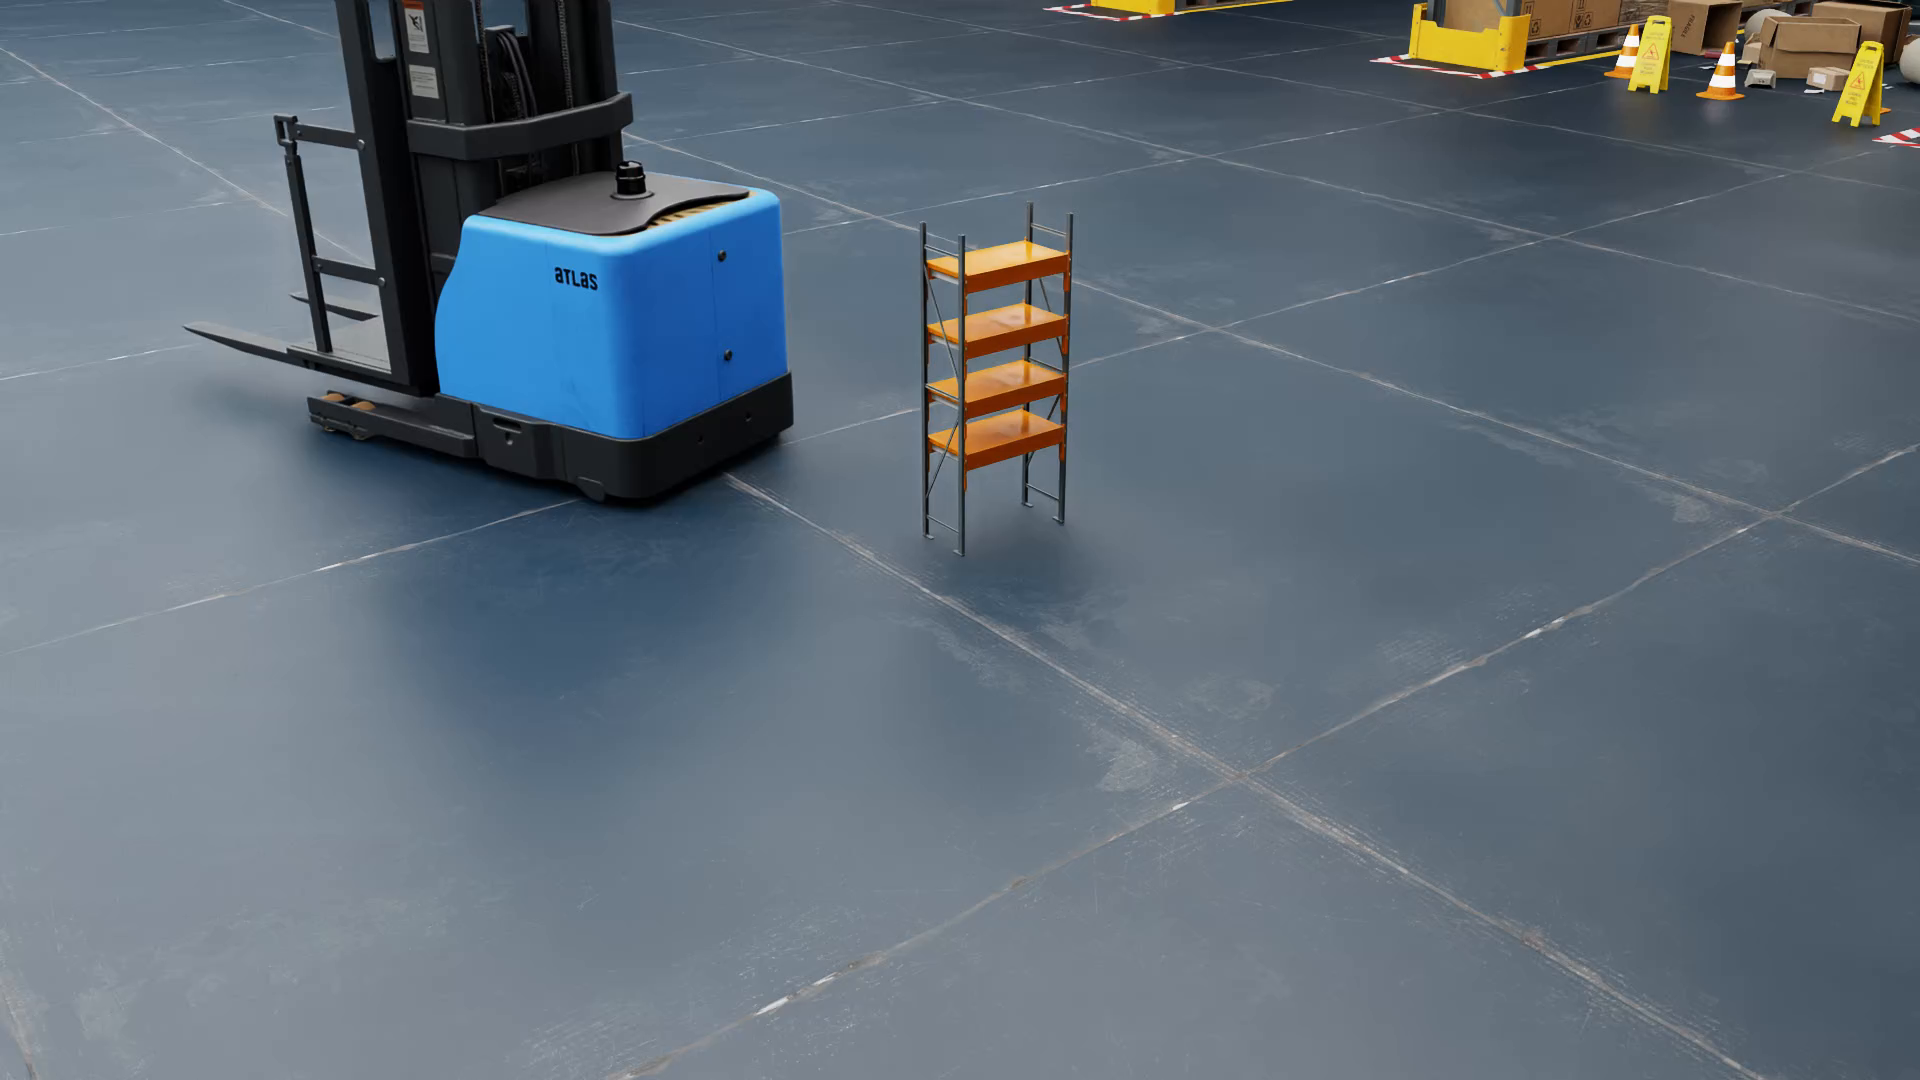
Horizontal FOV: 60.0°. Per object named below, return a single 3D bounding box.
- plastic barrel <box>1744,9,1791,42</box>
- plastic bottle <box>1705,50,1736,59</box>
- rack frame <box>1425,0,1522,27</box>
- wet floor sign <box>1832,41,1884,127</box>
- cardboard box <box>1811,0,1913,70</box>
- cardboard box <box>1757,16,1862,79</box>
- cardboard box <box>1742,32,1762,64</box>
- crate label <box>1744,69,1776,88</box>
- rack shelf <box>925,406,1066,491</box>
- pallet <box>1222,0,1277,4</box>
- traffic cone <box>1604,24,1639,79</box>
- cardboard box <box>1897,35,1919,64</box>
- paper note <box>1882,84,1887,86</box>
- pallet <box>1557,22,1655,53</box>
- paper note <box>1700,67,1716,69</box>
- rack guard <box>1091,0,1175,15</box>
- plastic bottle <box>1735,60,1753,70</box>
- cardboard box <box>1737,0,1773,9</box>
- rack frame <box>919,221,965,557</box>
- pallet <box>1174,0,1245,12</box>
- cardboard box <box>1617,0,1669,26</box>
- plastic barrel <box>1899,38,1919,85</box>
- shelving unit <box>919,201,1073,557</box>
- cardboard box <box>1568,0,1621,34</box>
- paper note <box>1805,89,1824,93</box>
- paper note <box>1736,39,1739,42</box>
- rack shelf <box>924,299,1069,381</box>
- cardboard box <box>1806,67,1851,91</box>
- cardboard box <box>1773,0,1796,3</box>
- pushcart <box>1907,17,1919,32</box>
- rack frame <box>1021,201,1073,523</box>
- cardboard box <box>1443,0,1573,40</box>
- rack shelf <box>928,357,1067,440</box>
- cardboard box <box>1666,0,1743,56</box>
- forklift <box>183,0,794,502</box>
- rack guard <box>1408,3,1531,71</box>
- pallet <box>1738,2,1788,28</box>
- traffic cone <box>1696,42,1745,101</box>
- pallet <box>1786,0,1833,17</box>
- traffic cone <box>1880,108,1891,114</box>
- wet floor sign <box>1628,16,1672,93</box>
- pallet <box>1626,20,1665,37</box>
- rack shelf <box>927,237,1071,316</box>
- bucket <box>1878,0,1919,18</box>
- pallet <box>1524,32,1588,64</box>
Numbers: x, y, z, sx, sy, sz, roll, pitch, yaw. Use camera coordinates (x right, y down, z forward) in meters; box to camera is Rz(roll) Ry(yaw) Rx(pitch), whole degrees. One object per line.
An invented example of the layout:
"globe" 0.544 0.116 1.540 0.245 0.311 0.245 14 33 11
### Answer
"plastic barrel" 8.197 -5.144 16.830 0.421 0.421 0.512 1 25 2
"plastic bottle" 7.605 -4.843 16.613 0.283 0.061 0.133 15 29 29
"rack frame" 4.996 -6.076 15.779 0.127 3.000 1.000 -18 31 -34
"wet floor sign" 7.320 -3.700 13.455 0.232 0.644 0.267 -8 26 -16
"cardboard box" 8.681 -4.932 16.119 0.503 0.637 0.797 -18 31 -34
"cardboard box" 7.950 -4.625 15.618 0.797 0.503 0.637 5 25 11
"cardboard box" 7.927 -4.818 16.317 0.258 0.266 0.396 -13 28 -25
"crate label" 7.300 -4.207 15.153 0.250 0.136 0.298 10 27 20
"rack shelf" 0.130 -0.346 6.202 0.480 0.148 0.258 -18 31 -34
"pallet" 3.695 -7.015 21.114 1.213 0.211 1.003 -18 31 -34
"traffic cone" 6.290 -4.593 15.597 0.334 0.463 0.336 -18 31 -34
"cardboard box" 9.312 -4.761 16.193 0.258 0.266 0.396 5 25 11
"paper note" 8.406 -4.187 15.248 0.142 0.019 0.148 -8 26 -16
"pallet" 6.536 -5.360 17.549 1.213 0.211 1.003 -18 31 -34
"paper note" 7.245 -4.563 16.047 0.142 0.017 0.144 -8 26 -16
"rack guard" 2.075 -6.631 19.945 0.348 0.500 1.175 -18 31 -34
"plastic bottle" 7.588 -4.603 16.096 0.133 0.061 0.283 15 29 29
"cardboard box" 8.577 -6.476 18.815 0.750 0.750 1.050 -18 31 -34
"rack frame" -0.062 -0.524 5.954 0.015 1.200 0.240 -18 31 -34
"pallet" 2.736 -6.700 20.435 1.213 0.211 1.003 -18 31 -34
"cardboard box" 6.898 -5.966 17.568 0.875 0.875 0.875 -18 30 -34
"plastic barrel" 8.821 -4.332 15.082 0.421 0.421 0.512 1 25 2
"shelving unit" 0.130 -0.587 6.090 0.503 1.200 0.258 -18 31 -34
"cardboard box" 6.180 -5.730 17.059 0.875 0.875 0.875 -19 31 -35
"paper note" 7.645 -4.021 14.877 0.148 0.019 0.142 15 29 29
"paper note" 8.173 -5.294 17.620 0.147 0.020 0.142 5 25 11
"rack shelf" 0.130 -0.729 6.024 0.480 0.148 0.258 -18 31 -34
"cardboard box" 7.914 -4.179 15.078 0.250 0.149 0.380 -3 25 -7
"cardboard box" 9.338 -6.726 19.352 0.750 0.750 1.050 -18 31 -34
"pushcart" 9.831 -5.055 16.693 1.648 0.377 0.936 15 29 29
"rack frame" 0.322 -0.651 6.227 0.015 1.200 0.240 -18 31 -34
"cardboard box" 5.489 -5.501 16.565 0.875 0.875 0.875 -18 30 -34
"rack shelf" 0.130 -0.526 6.118 0.480 0.148 0.258 -18 31 -34
"cardboard box" 7.555 -5.239 16.942 0.500 0.500 0.500 -13 28 -25
"forklift" -2.239 -1.930 6.928 3.031 2.935 1.130 15 29 29
"rack guard" 4.977 -4.936 16.292 0.348 0.500 1.175 -18 31 -34
"pallet" 8.704 -6.076 19.091 1.213 0.211 1.003 -18 31 -34
"traffic cone" 6.720 -4.130 14.600 0.334 0.463 0.336 -18 31 -34
"pallet" 9.665 -6.394 19.777 1.213 0.211 1.003 -18 31 -34
"traffic cone" 7.672 -3.851 13.998 0.334 0.463 0.336 -18 31 -34
"wet floor sign" 6.195 -4.345 14.845 0.267 0.644 0.232 21 32 37
"pallet" 7.497 -5.679 18.235 1.213 0.211 1.003 -18 31 -34
"rack shelf" 0.130 -0.944 5.925 0.480 0.148 0.258 -18 31 -34
"bucket" 9.459 -5.521 16.665 0.620 0.611 0.726 2 23 -21
"pallet" 5.577 -5.045 16.870 1.213 0.211 1.003 -18 31 -34
